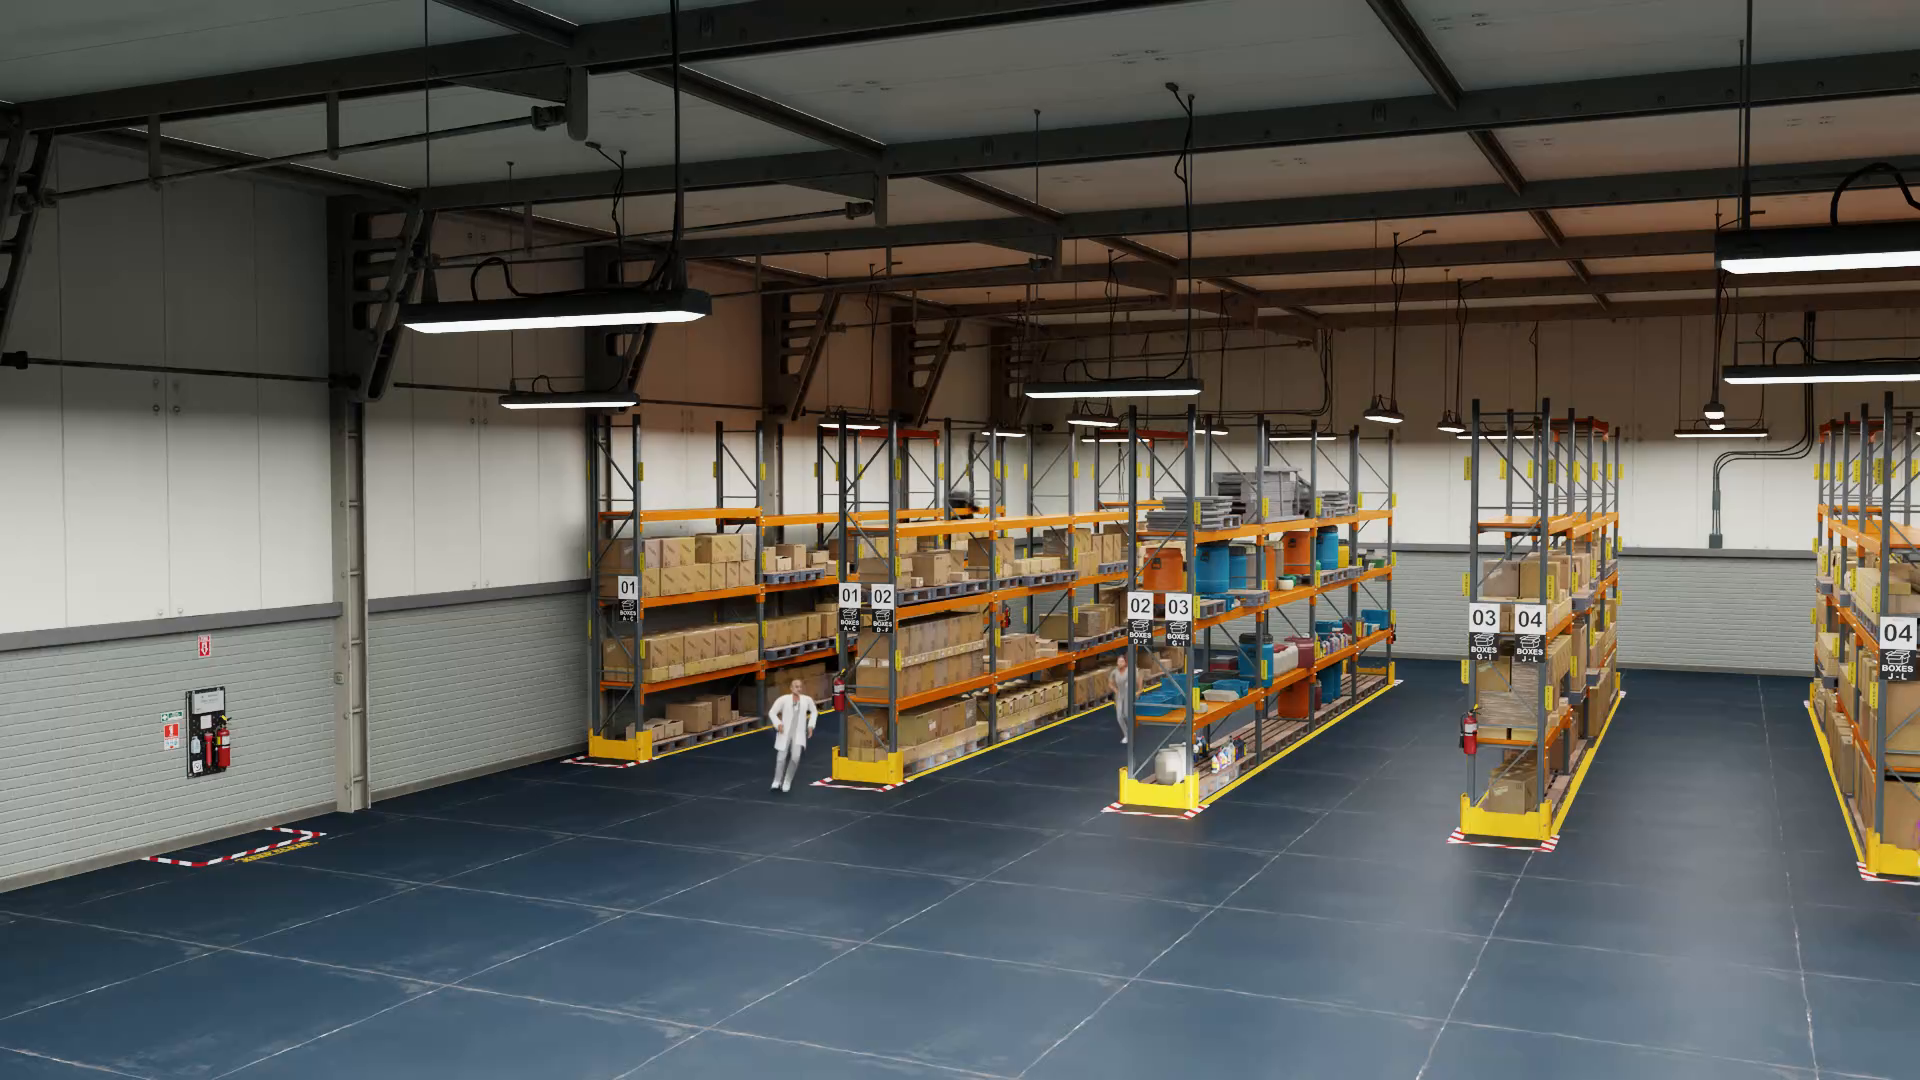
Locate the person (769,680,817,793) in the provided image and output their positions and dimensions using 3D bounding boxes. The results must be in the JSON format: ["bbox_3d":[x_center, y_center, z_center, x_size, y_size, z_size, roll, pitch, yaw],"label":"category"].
[{"bbox_3d":[-2.612,3.067,26.082,0.774,1.751,0.671,0,2,-8],"label":"person"}]

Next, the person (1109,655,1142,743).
[{"bbox_3d":[3.047,2.944,30.764,0.603,1.612,0.638,1,2,17],"label":"person"}]
